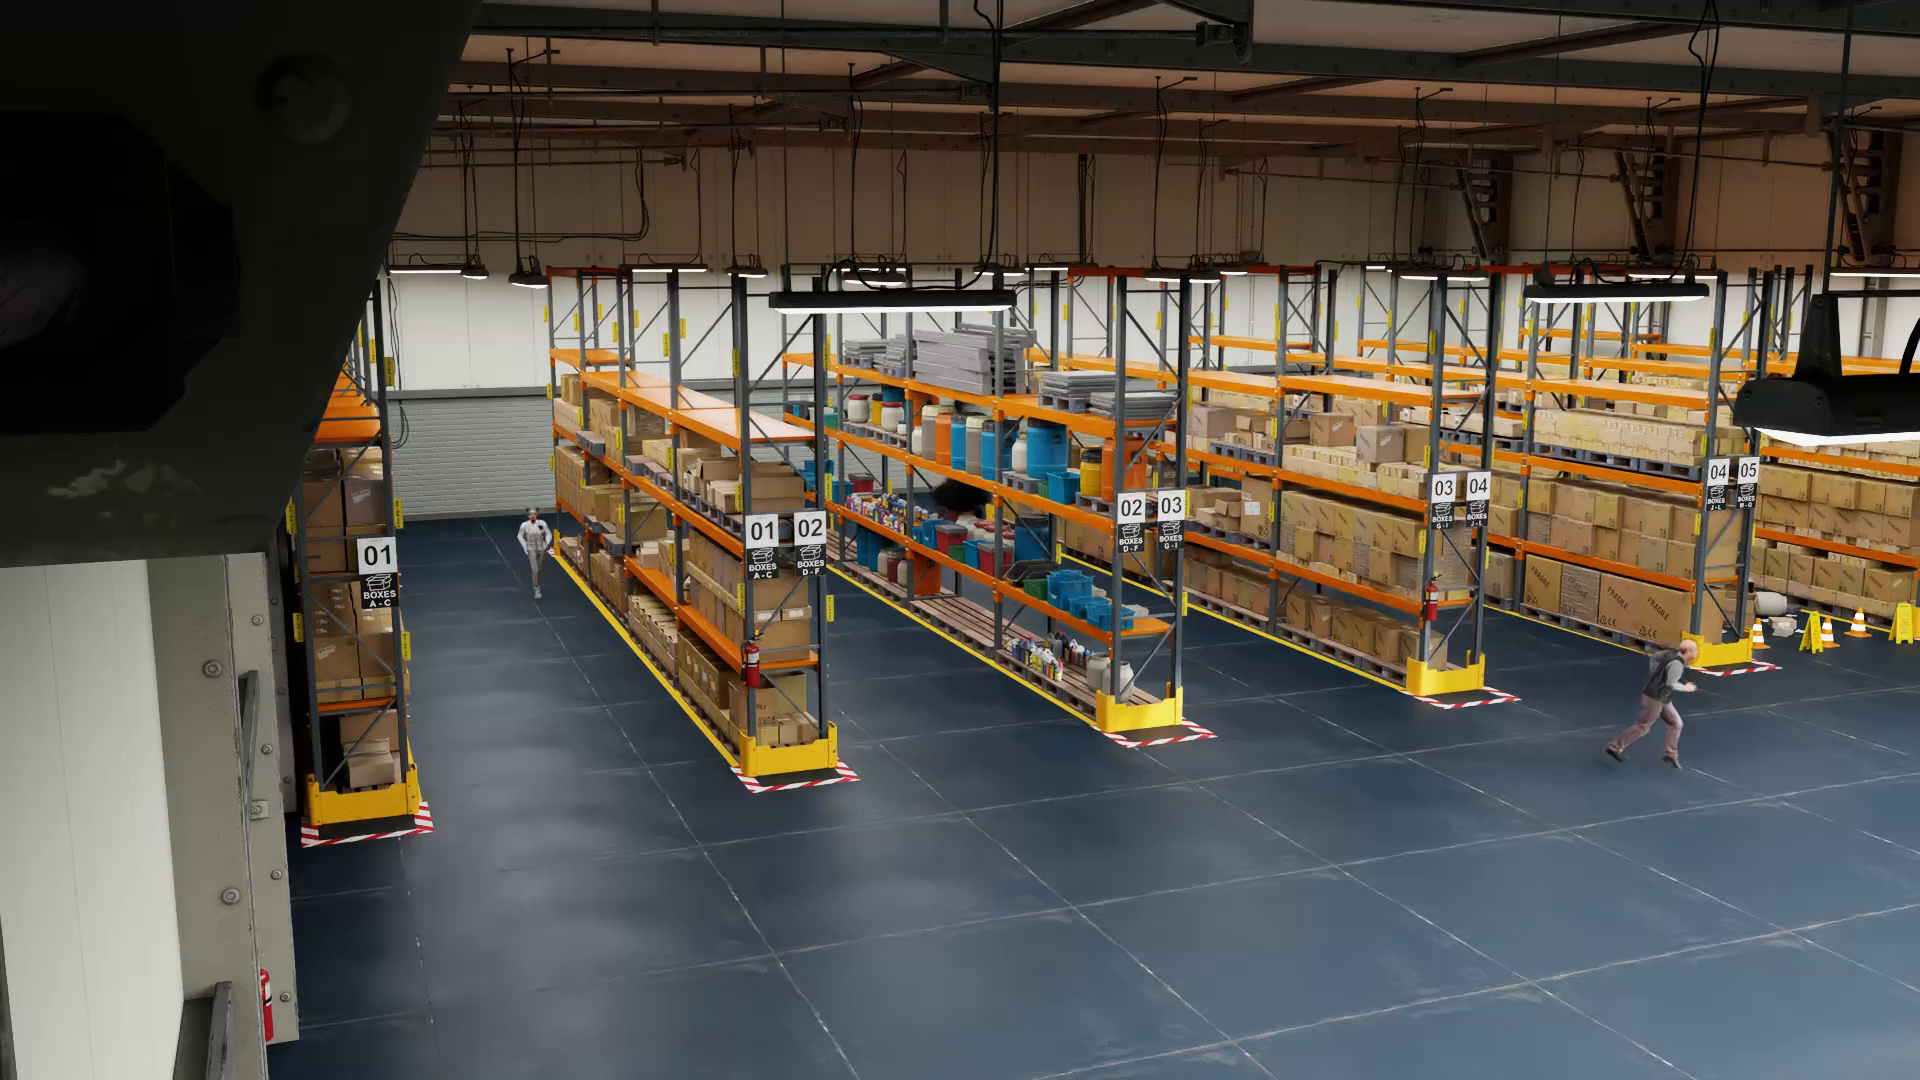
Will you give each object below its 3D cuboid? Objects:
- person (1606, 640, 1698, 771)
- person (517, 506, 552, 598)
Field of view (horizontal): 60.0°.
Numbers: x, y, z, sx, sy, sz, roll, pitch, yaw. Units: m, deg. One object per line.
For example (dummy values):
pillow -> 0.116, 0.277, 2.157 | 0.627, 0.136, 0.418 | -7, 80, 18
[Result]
person -> 8.522, 2.026, 20.493 | 0.988, 1.682, 0.700 | 3, 10, 15
person -> -7.858, 0.194, 30.765 | 0.616, 1.708, 0.734 | -4, 11, -21
